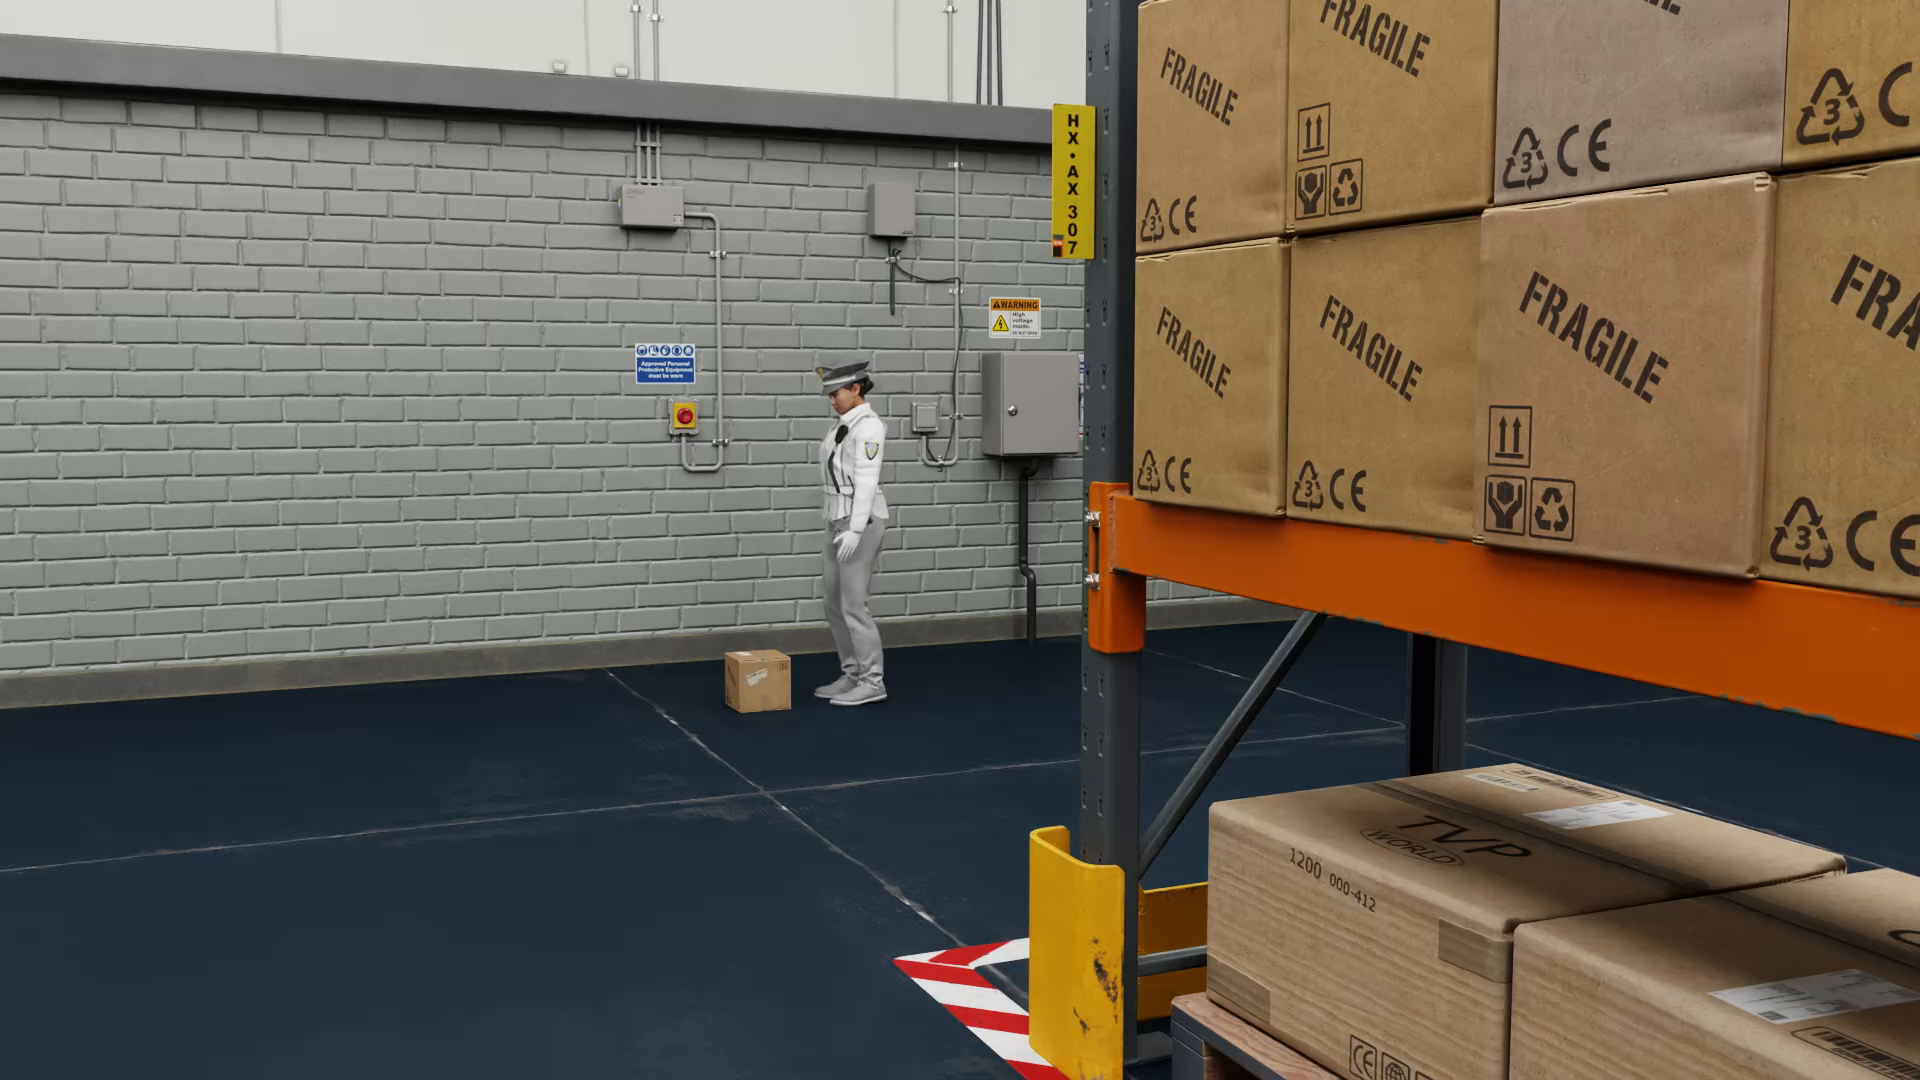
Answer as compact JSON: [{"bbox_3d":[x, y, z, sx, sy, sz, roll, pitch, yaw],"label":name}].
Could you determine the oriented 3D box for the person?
[{"bbox_3d":[-0.517,-0.040,8.001,0.338,1.661,0.476,-2,6,-23],"label":"person"}]
